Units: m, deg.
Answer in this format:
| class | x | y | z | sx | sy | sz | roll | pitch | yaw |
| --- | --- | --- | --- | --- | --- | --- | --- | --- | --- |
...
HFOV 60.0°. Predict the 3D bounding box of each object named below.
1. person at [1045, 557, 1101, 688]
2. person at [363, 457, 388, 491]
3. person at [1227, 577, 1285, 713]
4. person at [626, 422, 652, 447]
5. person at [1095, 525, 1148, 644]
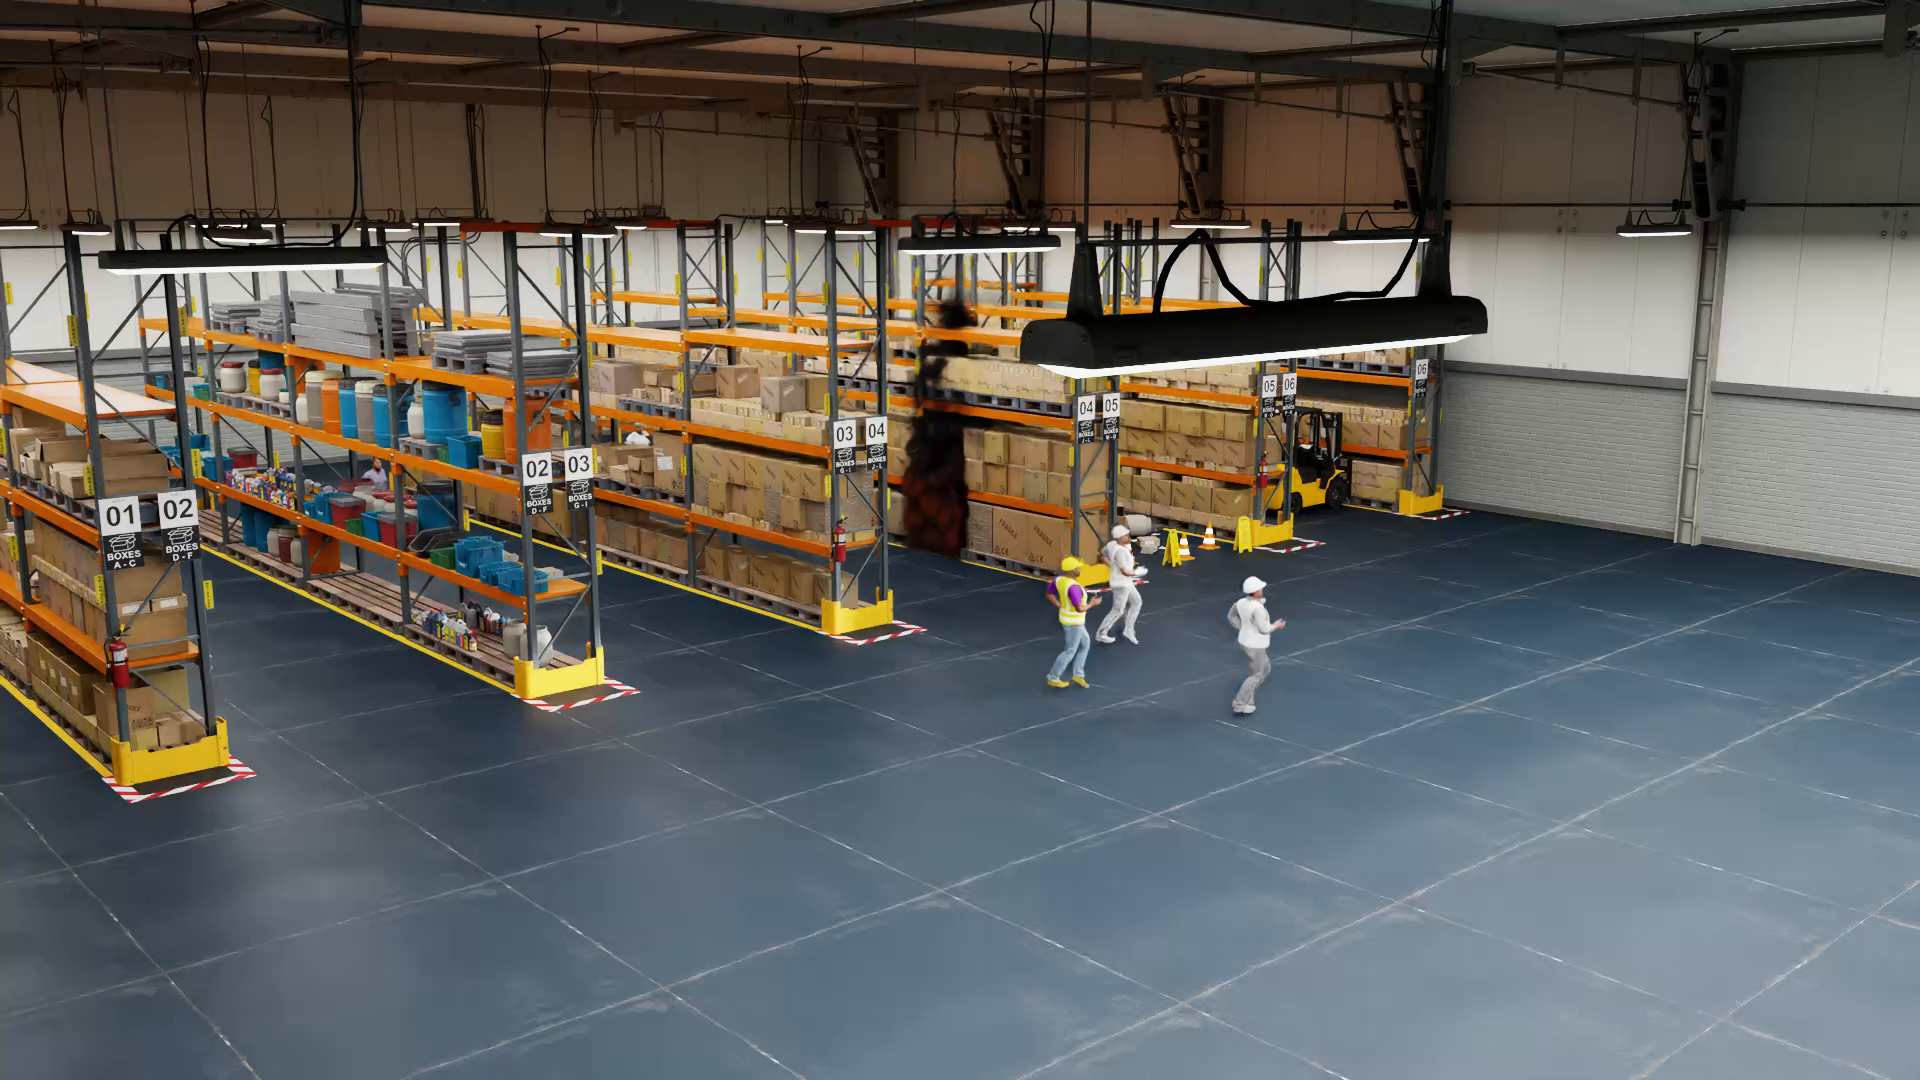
| class | x | y | z | sx | sy | sz | roll | pitch | yaw |
| --- | --- | --- | --- | --- | --- | --- | --- | --- | --- |
| person | 1.483 | 1.119 | 21.874 | 0.717 | 1.825 | 0.674 | -2 | 12 | -10 |
| person | -11.166 | -0.792 | 31.760 | 0.754 | 1.615 | 0.597 | 8 | 14 | 35 |
| person | 3.734 | 1.323 | 20.899 | 0.658 | 1.779 | 0.641 | -3 | 12 | -15 |
| person | -6.890 | -1.685 | 35.794 | 0.662 | 1.831 | 0.863 | -8 | 14 | -34 |
| person | 2.342 | 0.668 | 24.177 | 0.750 | 1.810 | 0.687 | 0 | 11 | 0 |
